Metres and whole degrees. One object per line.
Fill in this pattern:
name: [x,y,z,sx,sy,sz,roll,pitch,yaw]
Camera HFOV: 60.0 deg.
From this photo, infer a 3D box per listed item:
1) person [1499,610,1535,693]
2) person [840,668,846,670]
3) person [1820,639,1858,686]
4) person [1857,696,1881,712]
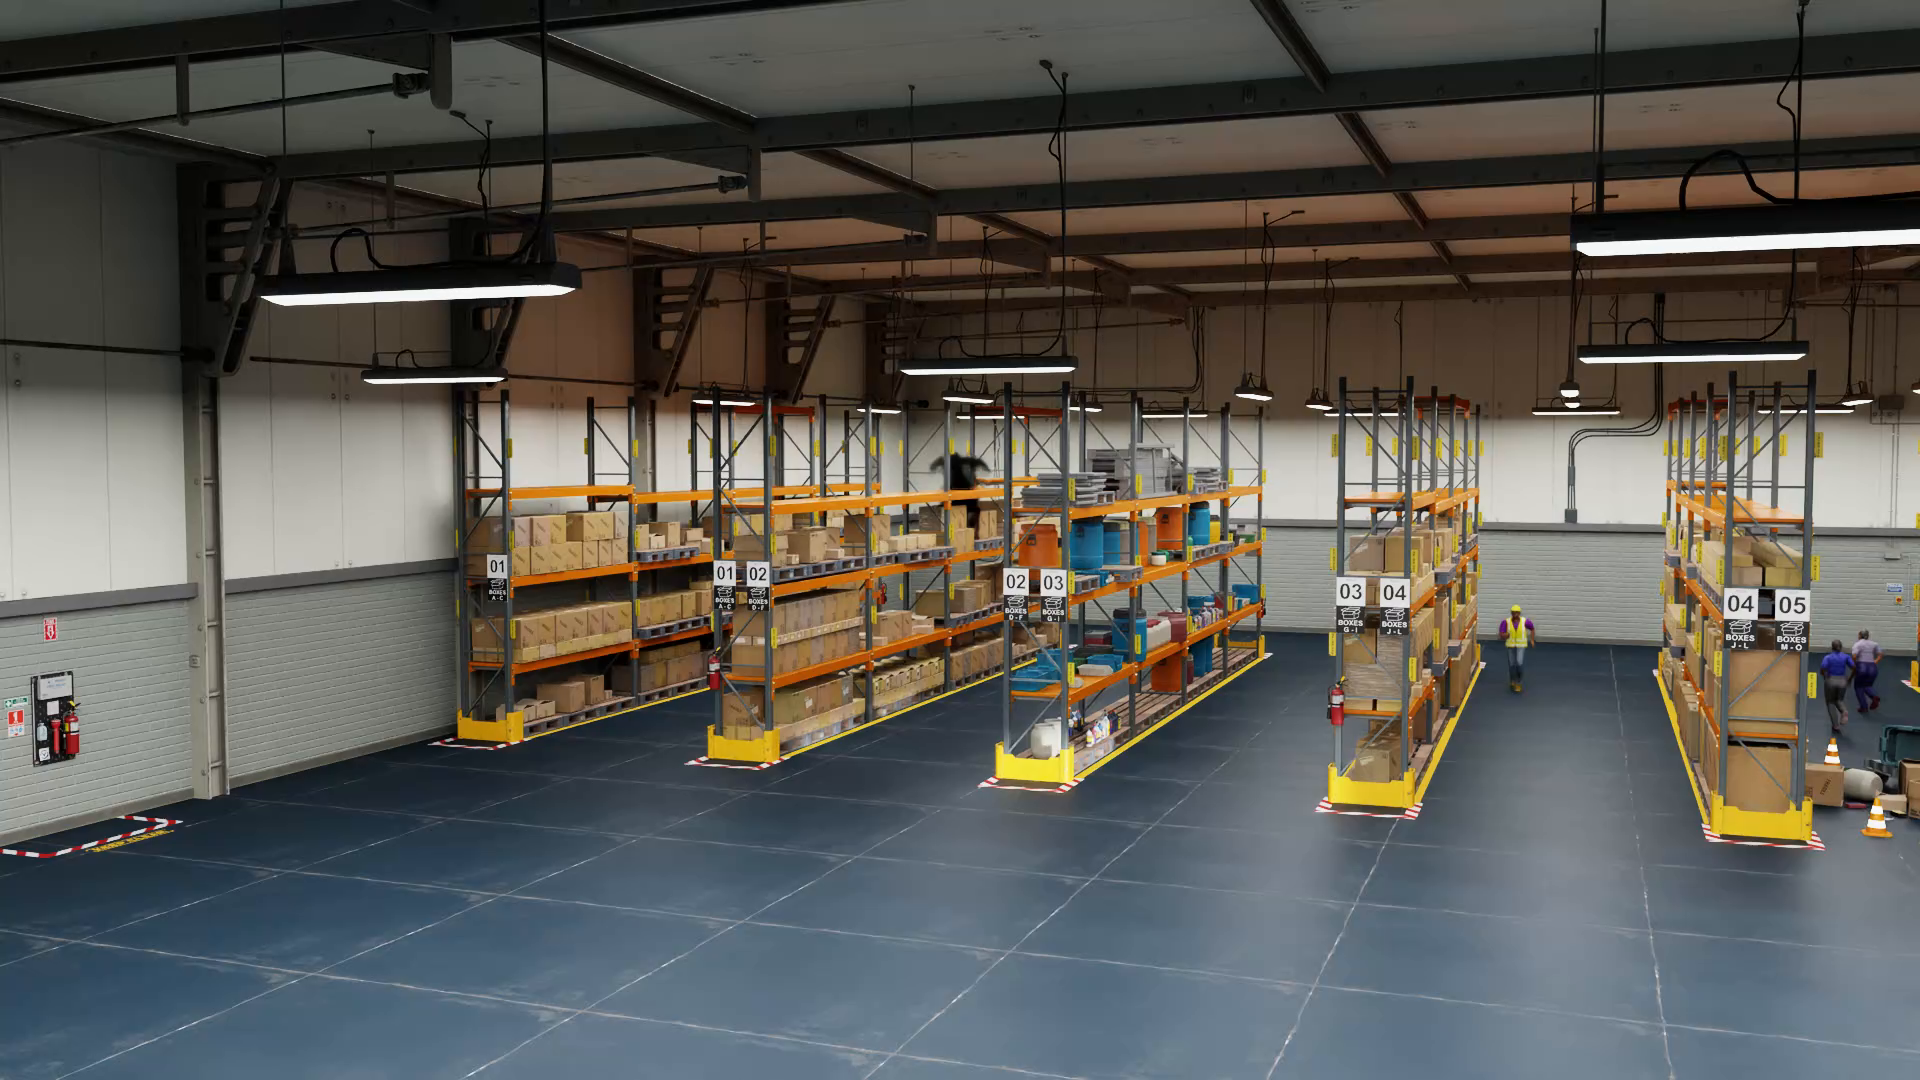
person: [11.452,2.259,34.244,0.684,1.771,0.823,1,3,23]
person: [-2.721,2.113,36.973,0.648,1.748,0.723,1,3,10]
person: [15.622,2.187,29.640,0.588,0.846,0.449,1,3,11]
person: [17.221,3.074,31.533,0.235,0.397,0.483,0,3,1]
